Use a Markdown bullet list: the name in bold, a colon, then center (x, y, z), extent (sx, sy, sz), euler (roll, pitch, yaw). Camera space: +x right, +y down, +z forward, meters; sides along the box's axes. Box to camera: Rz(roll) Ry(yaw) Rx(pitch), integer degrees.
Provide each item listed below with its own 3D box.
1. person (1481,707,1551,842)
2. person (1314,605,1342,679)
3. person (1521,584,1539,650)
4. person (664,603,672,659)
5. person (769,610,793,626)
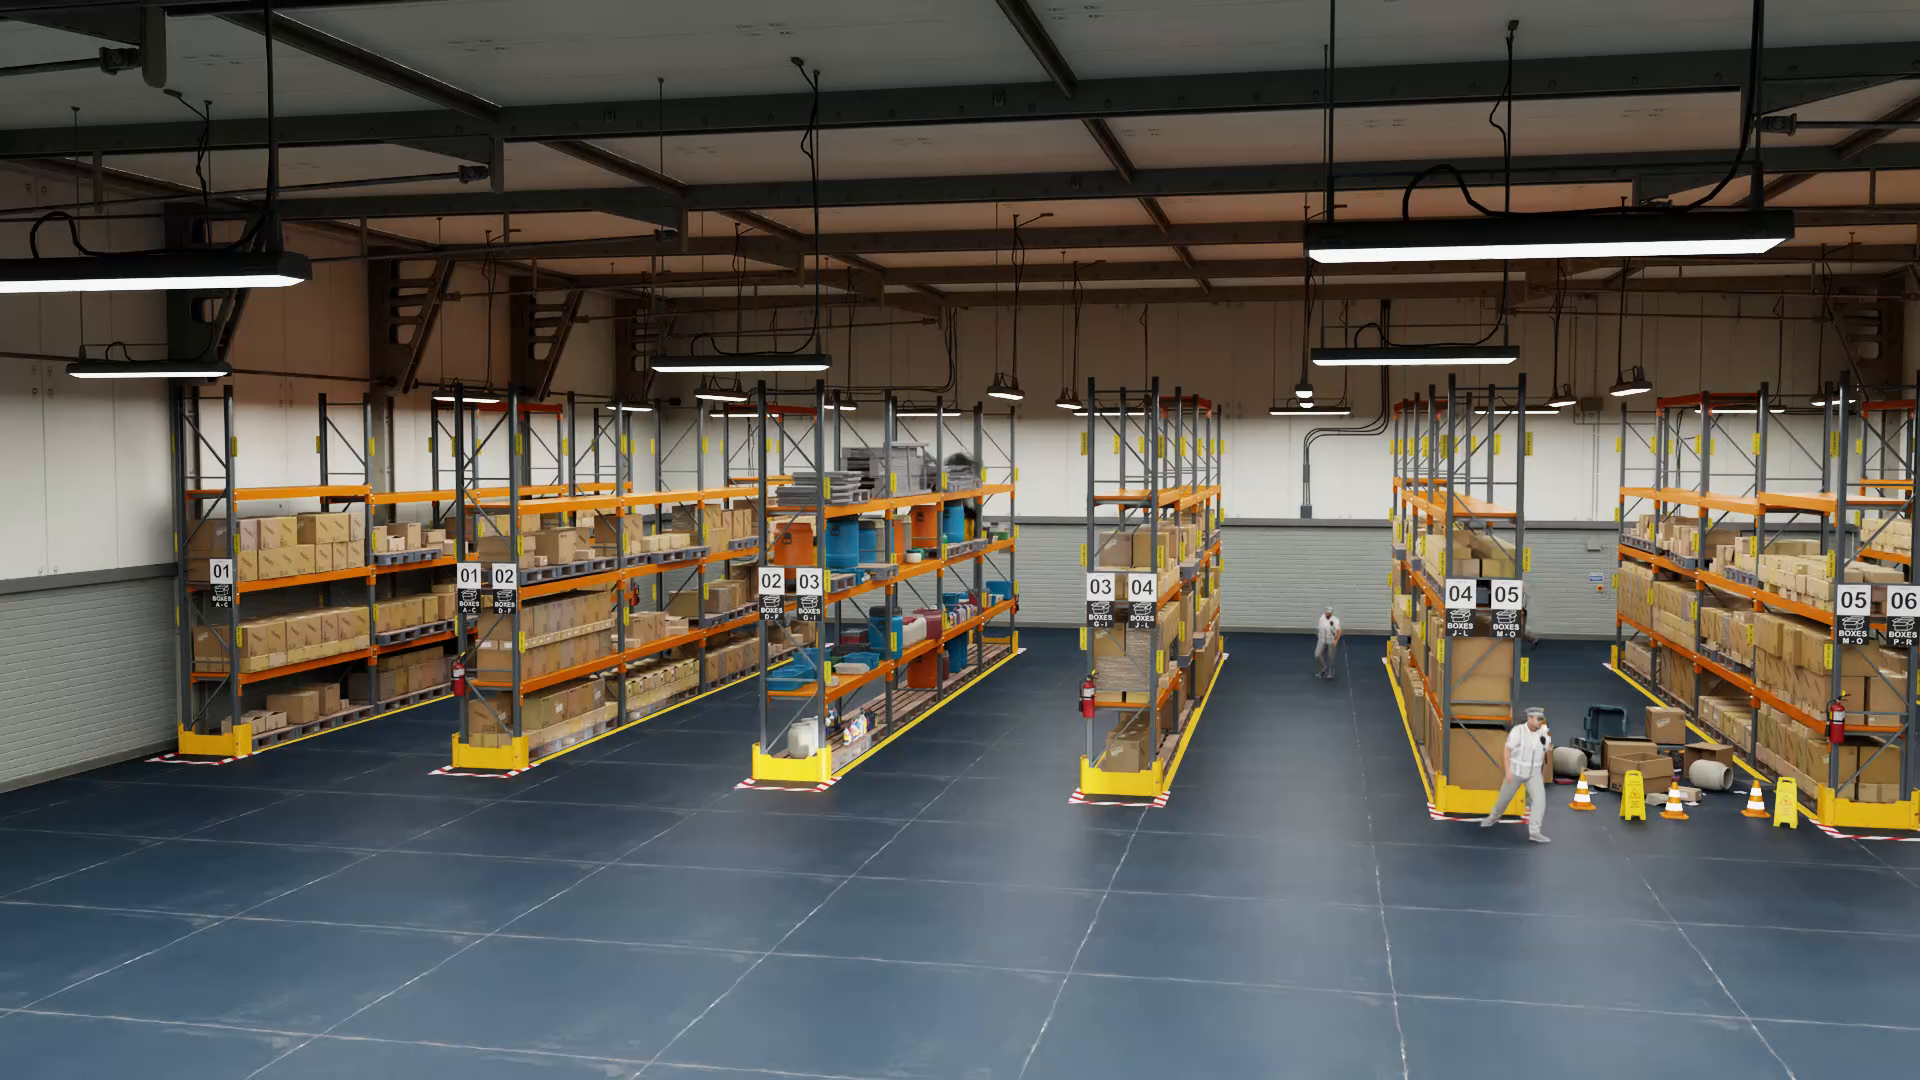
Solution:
- **person**: center (7.159, 2.947, 21.268), extent (0.673, 1.695, 1.007), euler (-1, 3, -11)
- **person**: center (7.932, 2.188, 35.723), extent (0.590, 1.601, 0.735), euler (2, 4, 27)
- **person**: center (13.540, 1.883, 40.196), extent (0.908, 1.701, 0.659), euler (-1, 3, -10)
- **person**: center (-6.500, 2.153, 37.338), extent (0.539, 1.543, 0.582), euler (0, 3, 7)
- **person**: center (-4.745, 1.669, 44.364), extent (0.846, 1.740, 0.588), euler (2, 4, 35)
